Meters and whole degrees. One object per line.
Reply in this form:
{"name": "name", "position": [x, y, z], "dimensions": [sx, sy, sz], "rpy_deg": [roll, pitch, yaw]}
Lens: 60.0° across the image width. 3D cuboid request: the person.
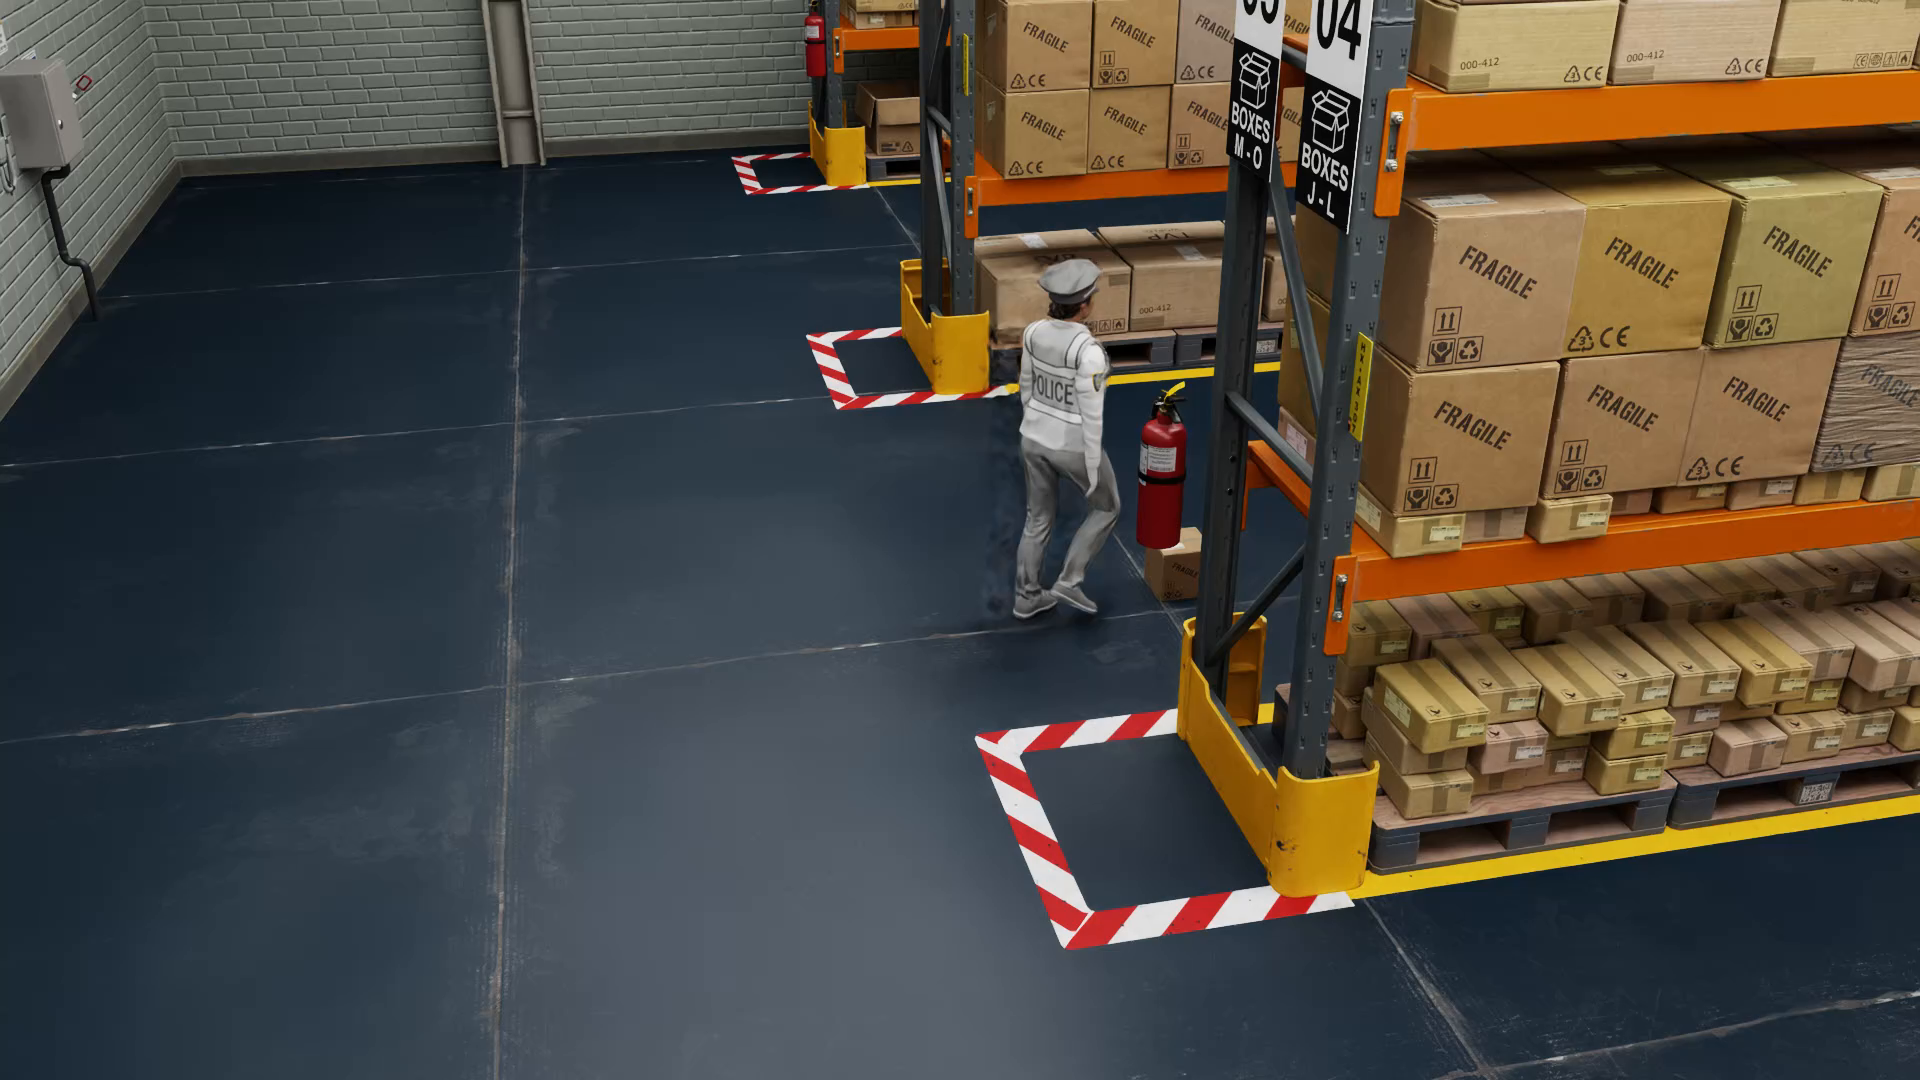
{"name": "person", "position": [0.463, -0.426, 7.391], "dimensions": [0.515, 1.675, 0.442], "rpy_deg": [21, 34, 35]}
